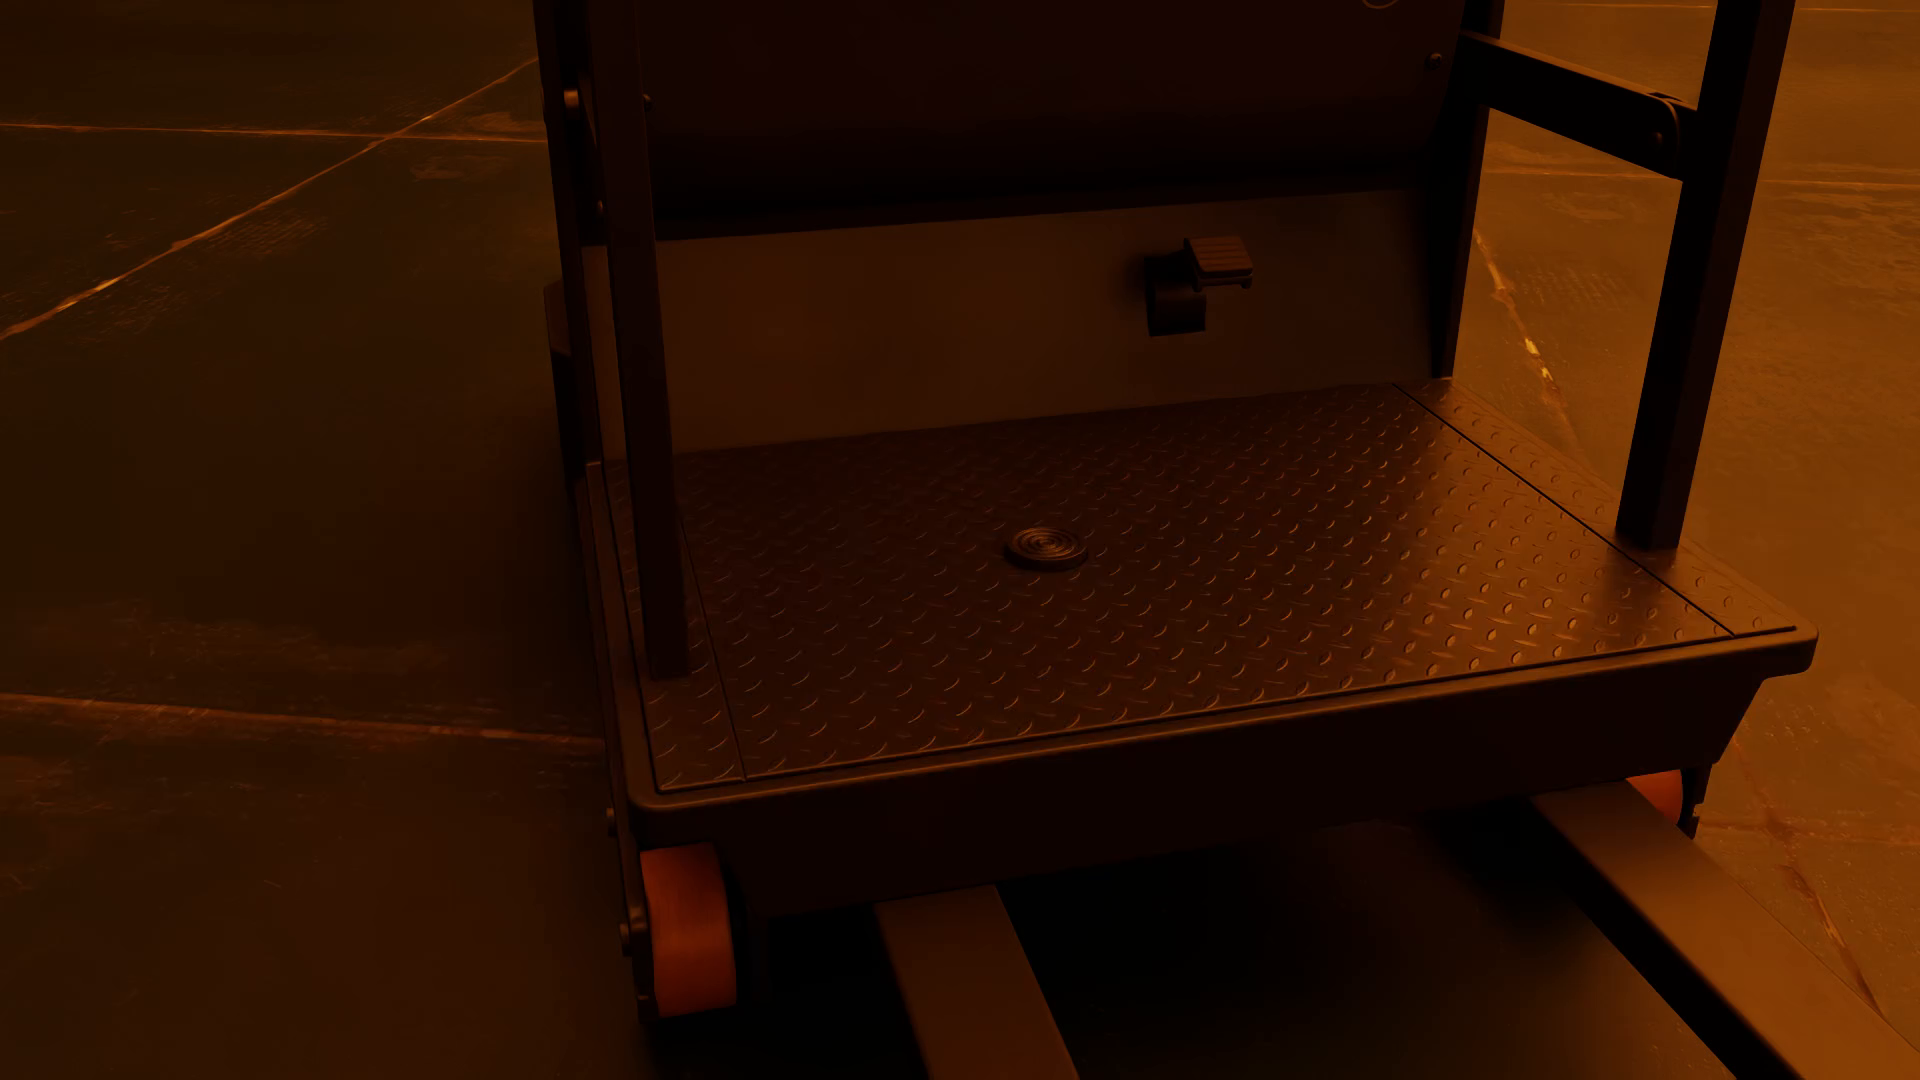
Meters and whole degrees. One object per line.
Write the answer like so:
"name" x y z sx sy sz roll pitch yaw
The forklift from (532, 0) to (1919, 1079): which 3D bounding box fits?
"forklift" 0.153 -1.049 1.319 1.130 2.935 3.031 -7 27 -13
